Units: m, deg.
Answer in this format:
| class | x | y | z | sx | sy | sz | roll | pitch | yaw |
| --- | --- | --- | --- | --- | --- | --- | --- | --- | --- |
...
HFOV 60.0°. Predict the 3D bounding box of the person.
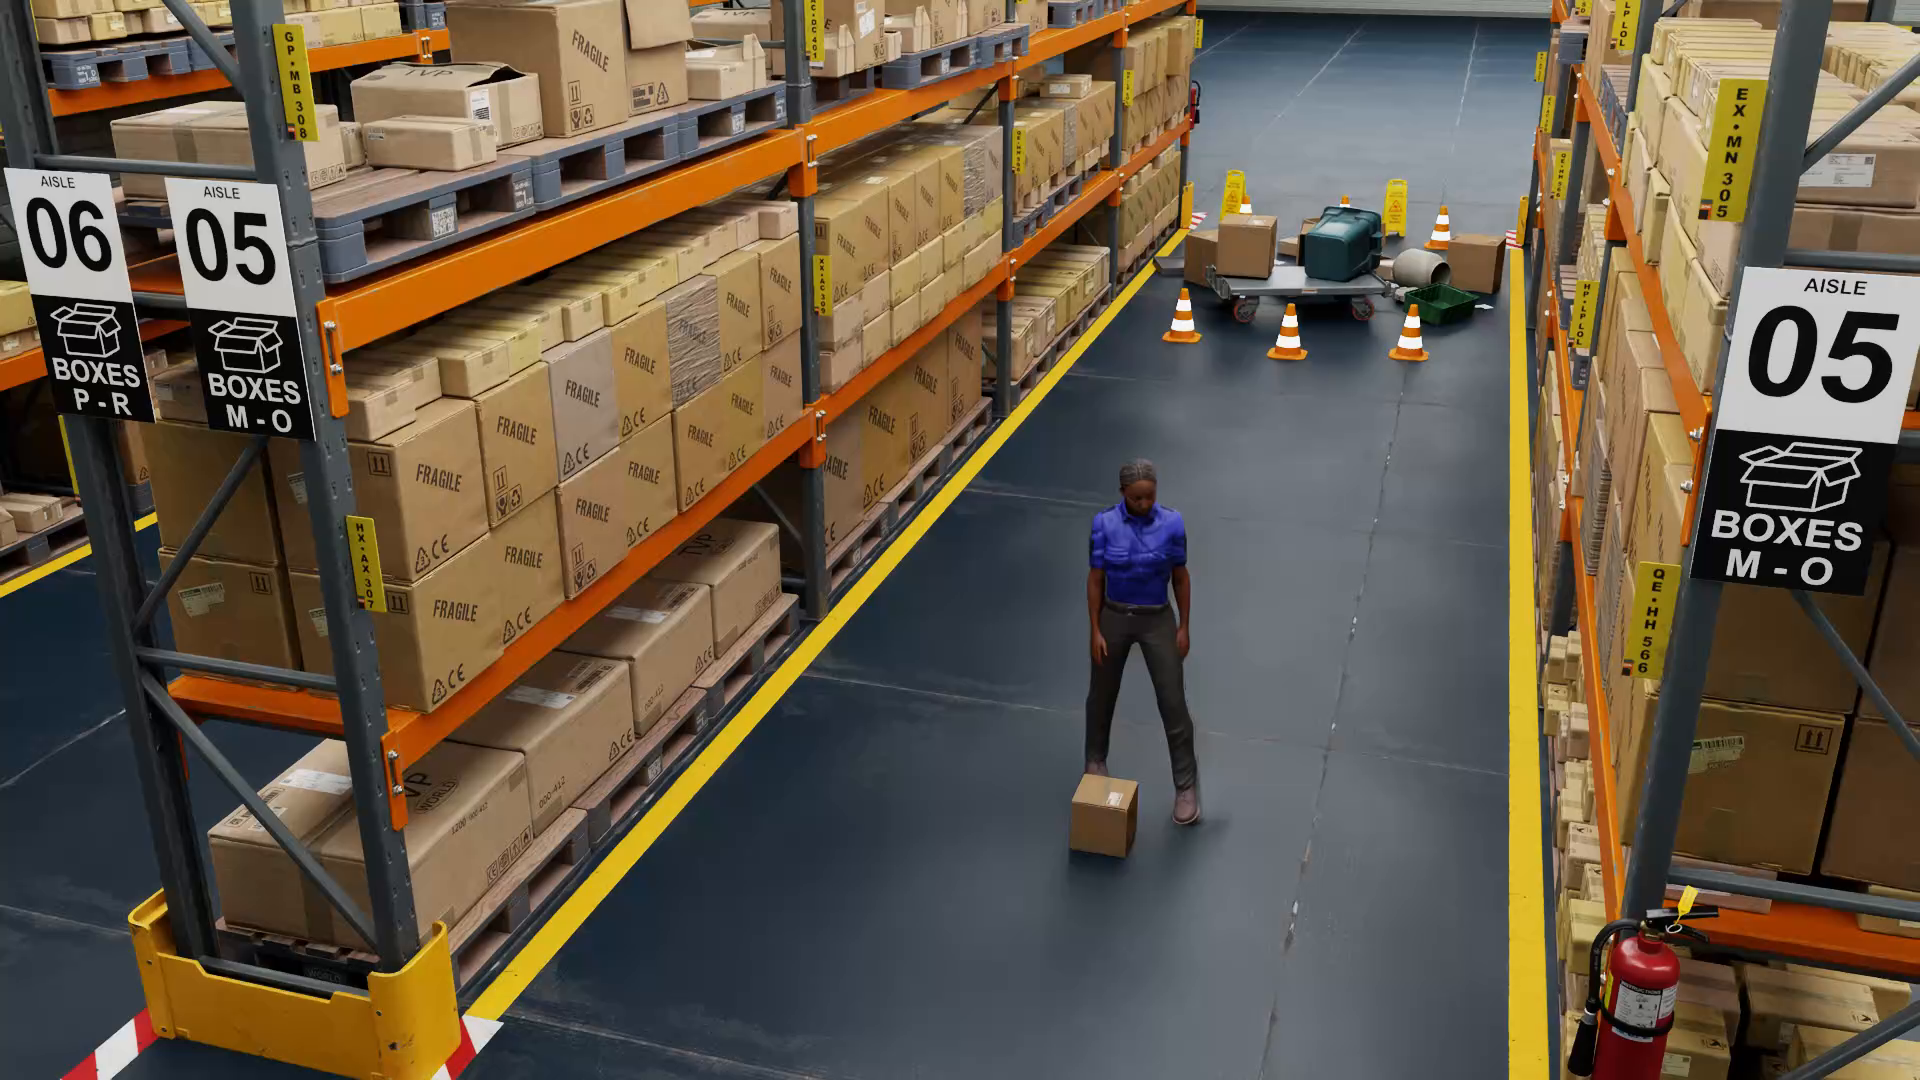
| class | x | y | z | sx | sy | sz | roll | pitch | yaw |
| --- | --- | --- | --- | --- | --- | --- | --- | --- | --- |
| person | 0.845 | 0.436 | 7.528 | 0.550 | 1.666 | 0.524 | 2 | 22 | 5 |
